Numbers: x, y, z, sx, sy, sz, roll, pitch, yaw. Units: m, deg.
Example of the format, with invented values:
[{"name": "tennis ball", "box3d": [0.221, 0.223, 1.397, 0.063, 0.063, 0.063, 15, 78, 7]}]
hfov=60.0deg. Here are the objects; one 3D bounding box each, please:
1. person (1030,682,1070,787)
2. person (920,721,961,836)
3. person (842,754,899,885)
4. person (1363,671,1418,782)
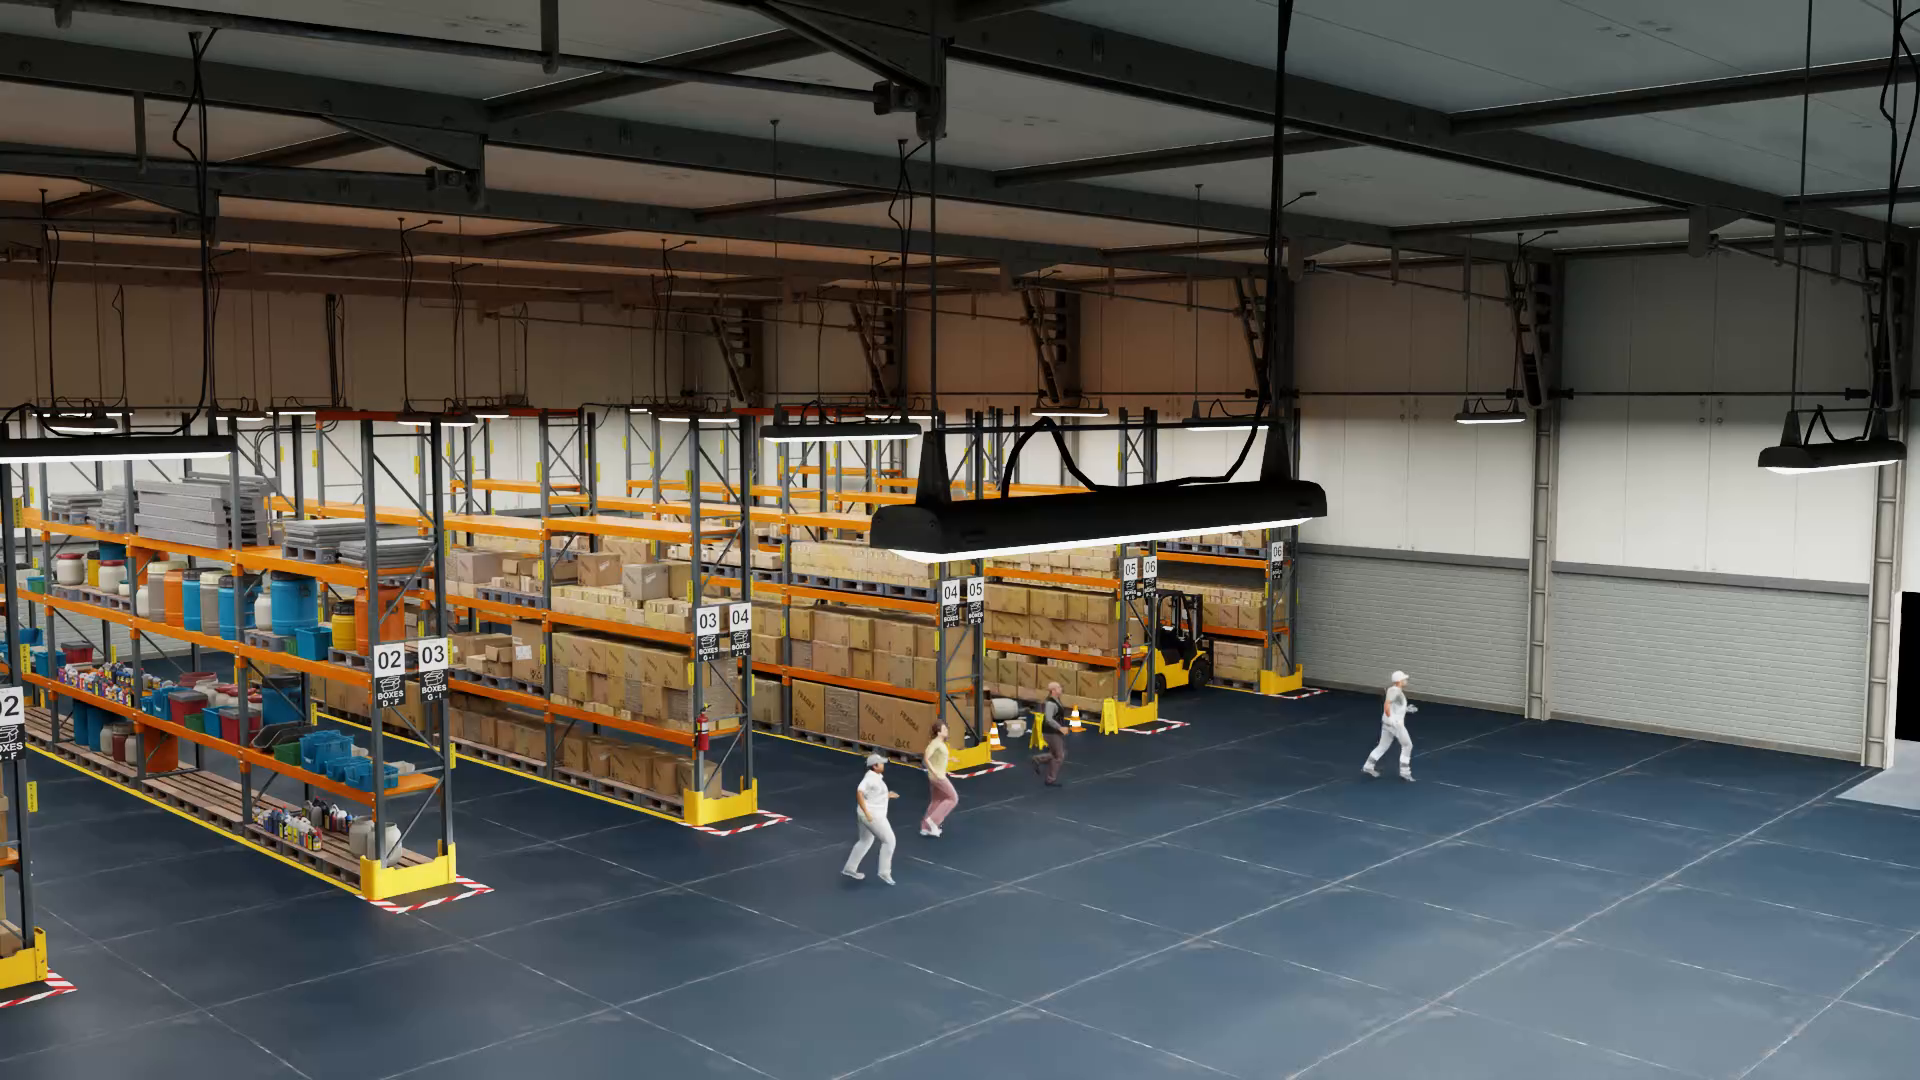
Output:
[{"name": "person", "box3d": [1.451, 3.124, 26.832, 0.662, 1.698, 0.680, 1, 5, 8]}, {"name": "person", "box3d": [-0.280, 3.400, 23.767, 0.589, 1.636, 0.559, 0, 5, -5]}, {"name": "person", "box3d": [-1.148, 3.618, 21.492, 0.755, 1.729, 0.589, -1, 5, -15]}, {"name": "person", "box3d": [7.047, 3.047, 27.140, 0.912, 1.831, 0.574, -1, 5, -6]}]
